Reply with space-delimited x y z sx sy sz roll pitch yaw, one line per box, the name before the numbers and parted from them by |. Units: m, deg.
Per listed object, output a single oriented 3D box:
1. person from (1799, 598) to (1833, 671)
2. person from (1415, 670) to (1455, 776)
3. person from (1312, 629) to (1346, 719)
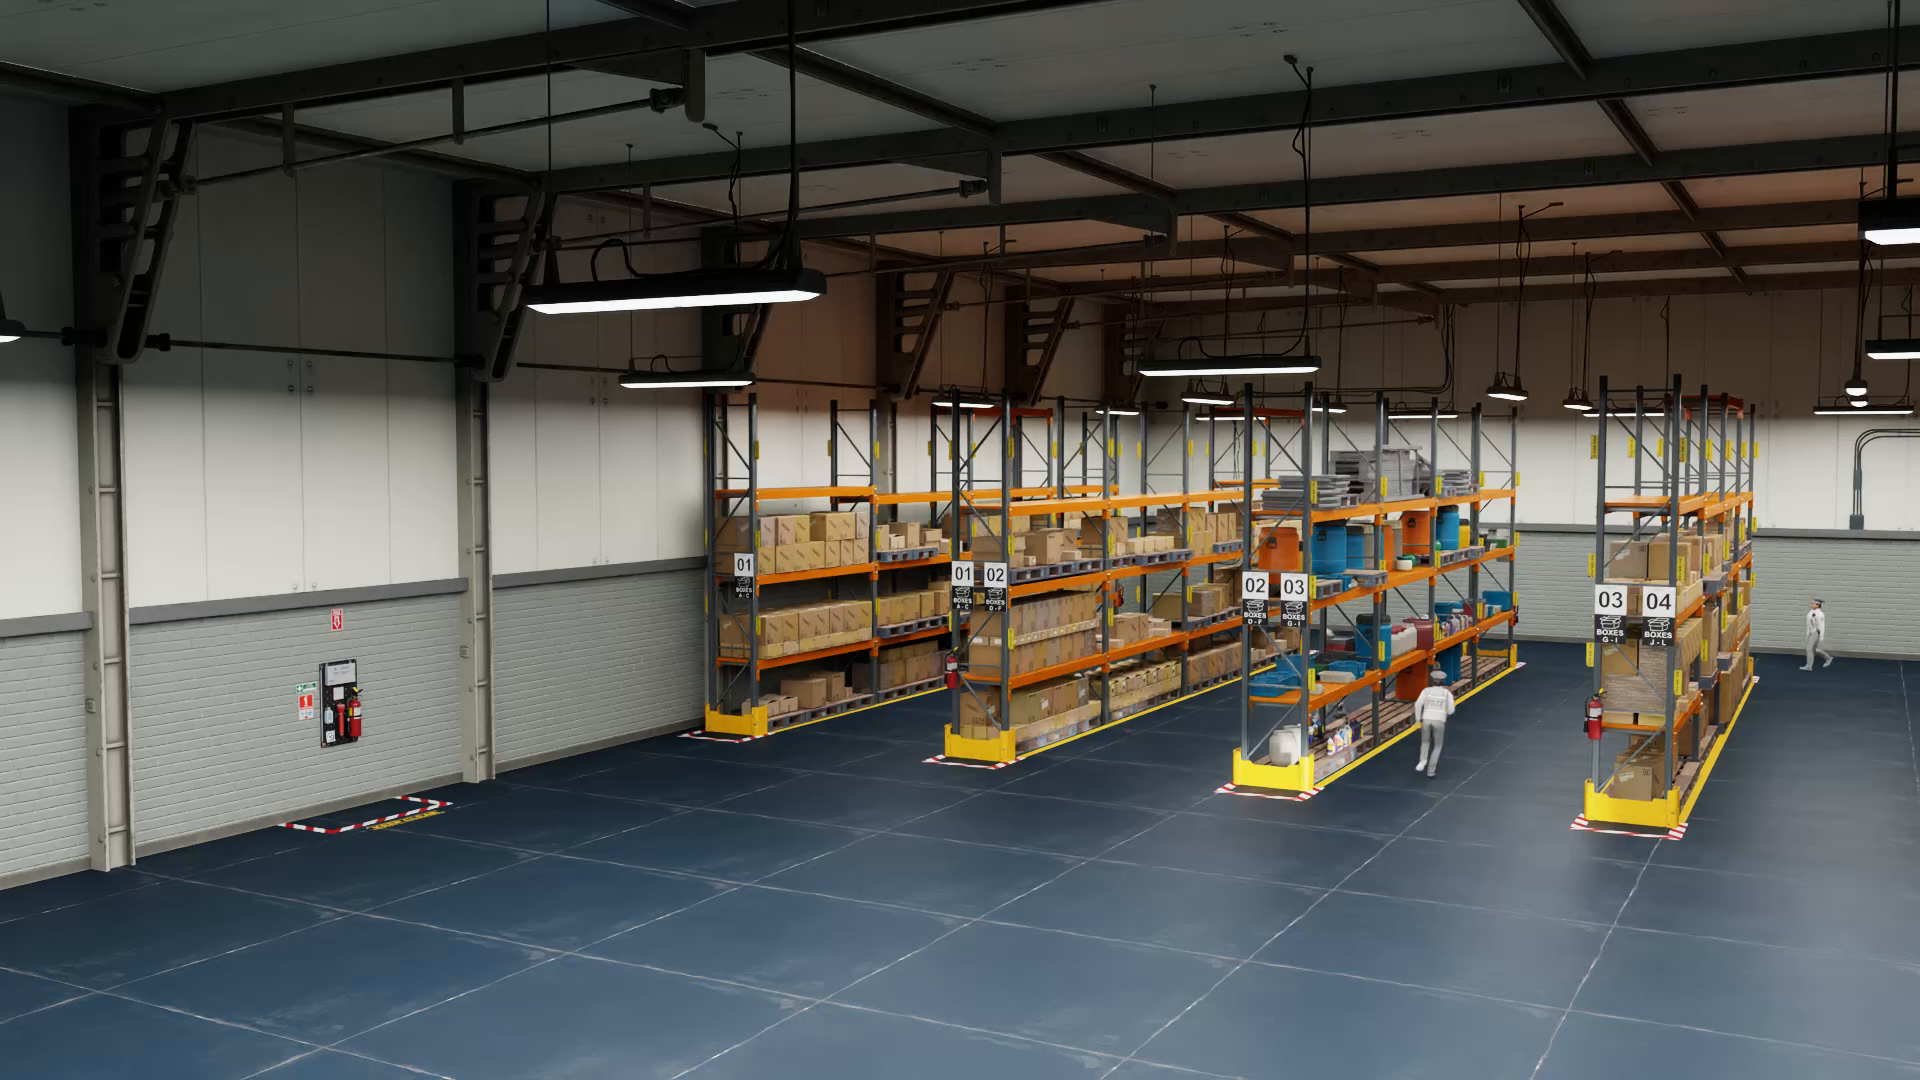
person | 19.429 2.125 37.665 0.840 1.651 0.482 0 3 -1
person | 7.341 2.828 25.741 0.545 1.580 0.709 2 4 31
person | 6.669 2.479 30.330 1.136 1.728 0.634 -2 4 -31
